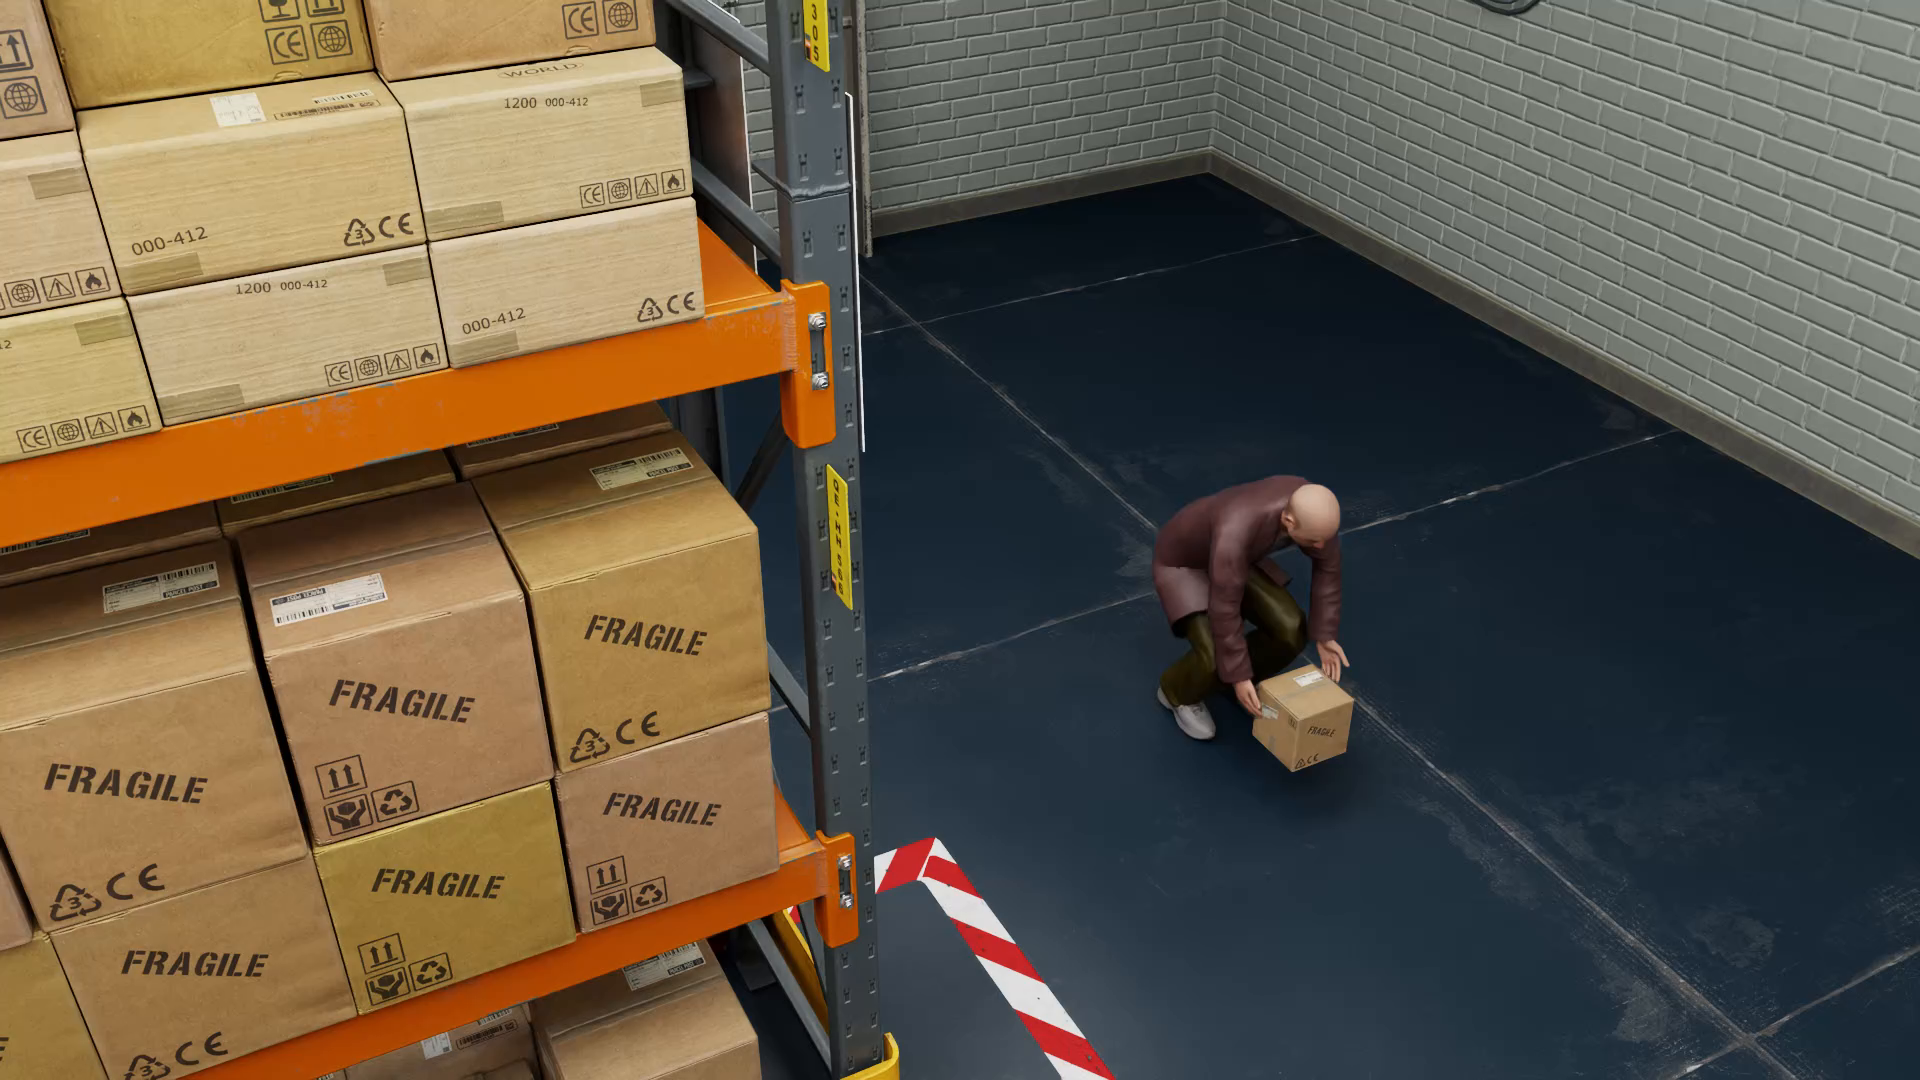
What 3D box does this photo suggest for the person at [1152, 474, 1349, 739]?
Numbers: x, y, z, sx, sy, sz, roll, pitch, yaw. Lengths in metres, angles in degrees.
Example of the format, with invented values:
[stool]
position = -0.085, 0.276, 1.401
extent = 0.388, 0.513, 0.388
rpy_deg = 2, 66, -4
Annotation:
[person]
position = 1.091, 0.194, 6.367
extent = 0.629, 1.221, 0.809
rpy_deg = -16, 36, -23
